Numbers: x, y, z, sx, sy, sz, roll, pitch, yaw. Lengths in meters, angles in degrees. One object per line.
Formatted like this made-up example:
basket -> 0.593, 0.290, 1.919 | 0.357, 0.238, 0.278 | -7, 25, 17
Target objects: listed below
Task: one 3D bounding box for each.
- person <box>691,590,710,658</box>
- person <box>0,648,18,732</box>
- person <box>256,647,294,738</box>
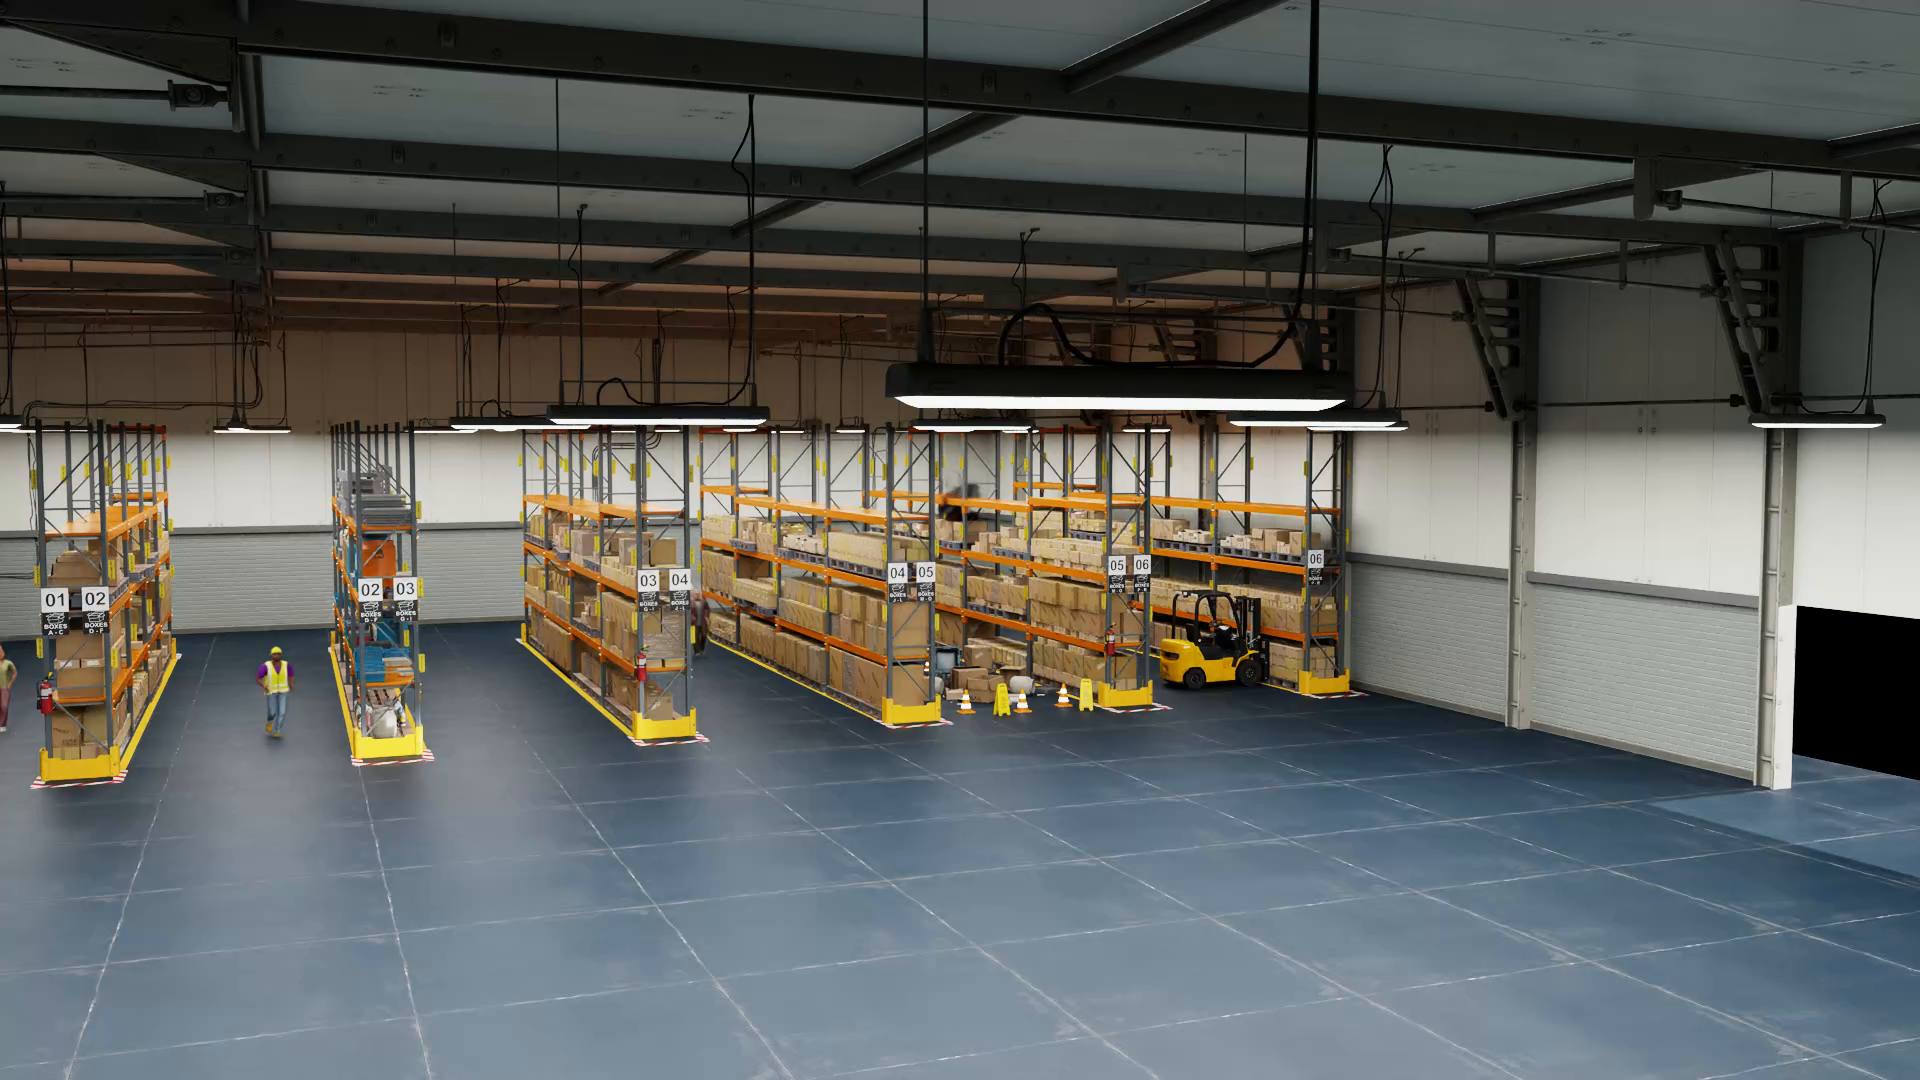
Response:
person -> -6.730, 2.171, 42.802 | 0.682, 1.759, 0.709 | -1, 4, -18
person -> -18.661, 2.895, 32.333 | 0.608, 1.630, 0.577 | -2, 4, -29
person -> -12.968, 2.889, 31.559 | 0.678, 1.726, 0.577 | -2, 4, -34
